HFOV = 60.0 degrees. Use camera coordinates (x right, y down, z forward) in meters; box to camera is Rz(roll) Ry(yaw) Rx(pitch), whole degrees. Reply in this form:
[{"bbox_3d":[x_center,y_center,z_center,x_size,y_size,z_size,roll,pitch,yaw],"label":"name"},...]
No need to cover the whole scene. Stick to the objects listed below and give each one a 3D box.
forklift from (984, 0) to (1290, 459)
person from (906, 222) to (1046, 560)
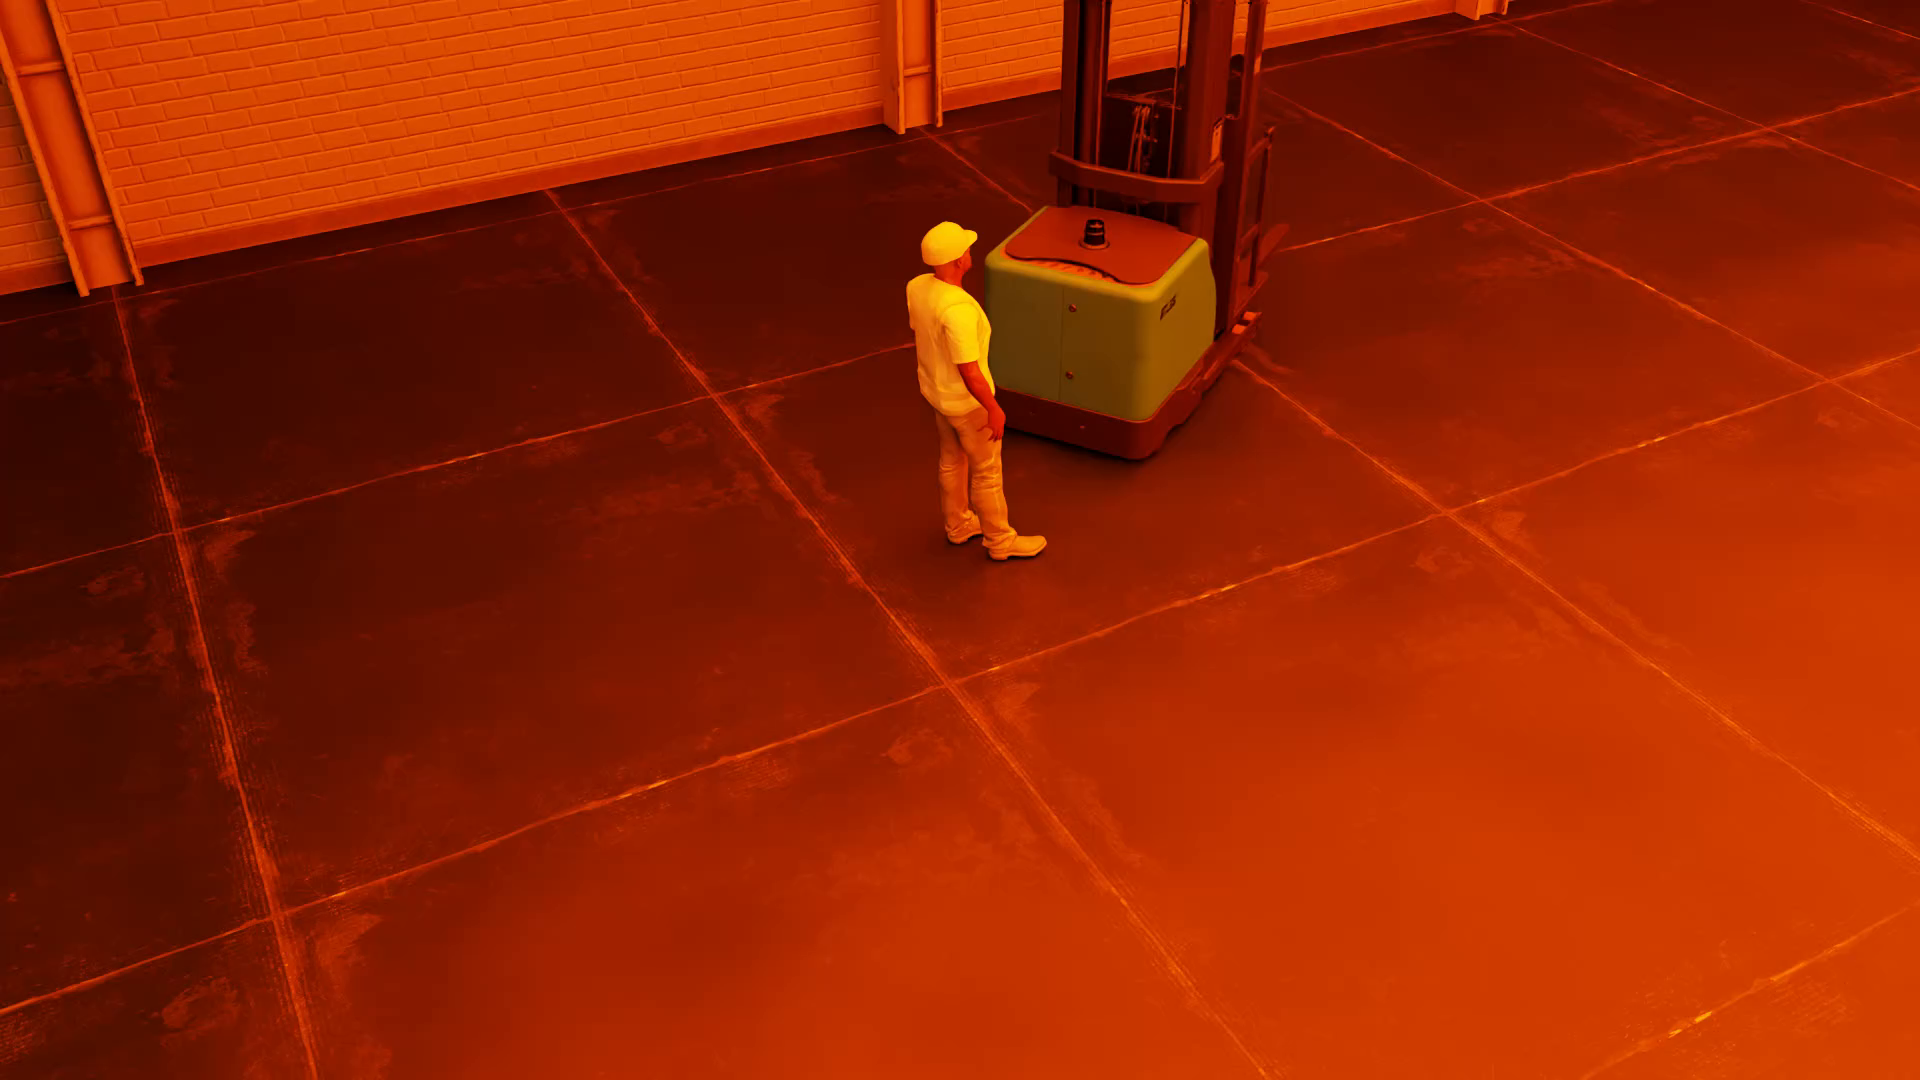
[{"bbox_3d":[1.245,-2.474,9.624,1.130,2.935,3.031,17,39,22],"label":"forklift"},{"bbox_3d":[0.064,-0.743,8.172,0.575,1.768,0.666,-17,39,-23],"label":"person"}]
